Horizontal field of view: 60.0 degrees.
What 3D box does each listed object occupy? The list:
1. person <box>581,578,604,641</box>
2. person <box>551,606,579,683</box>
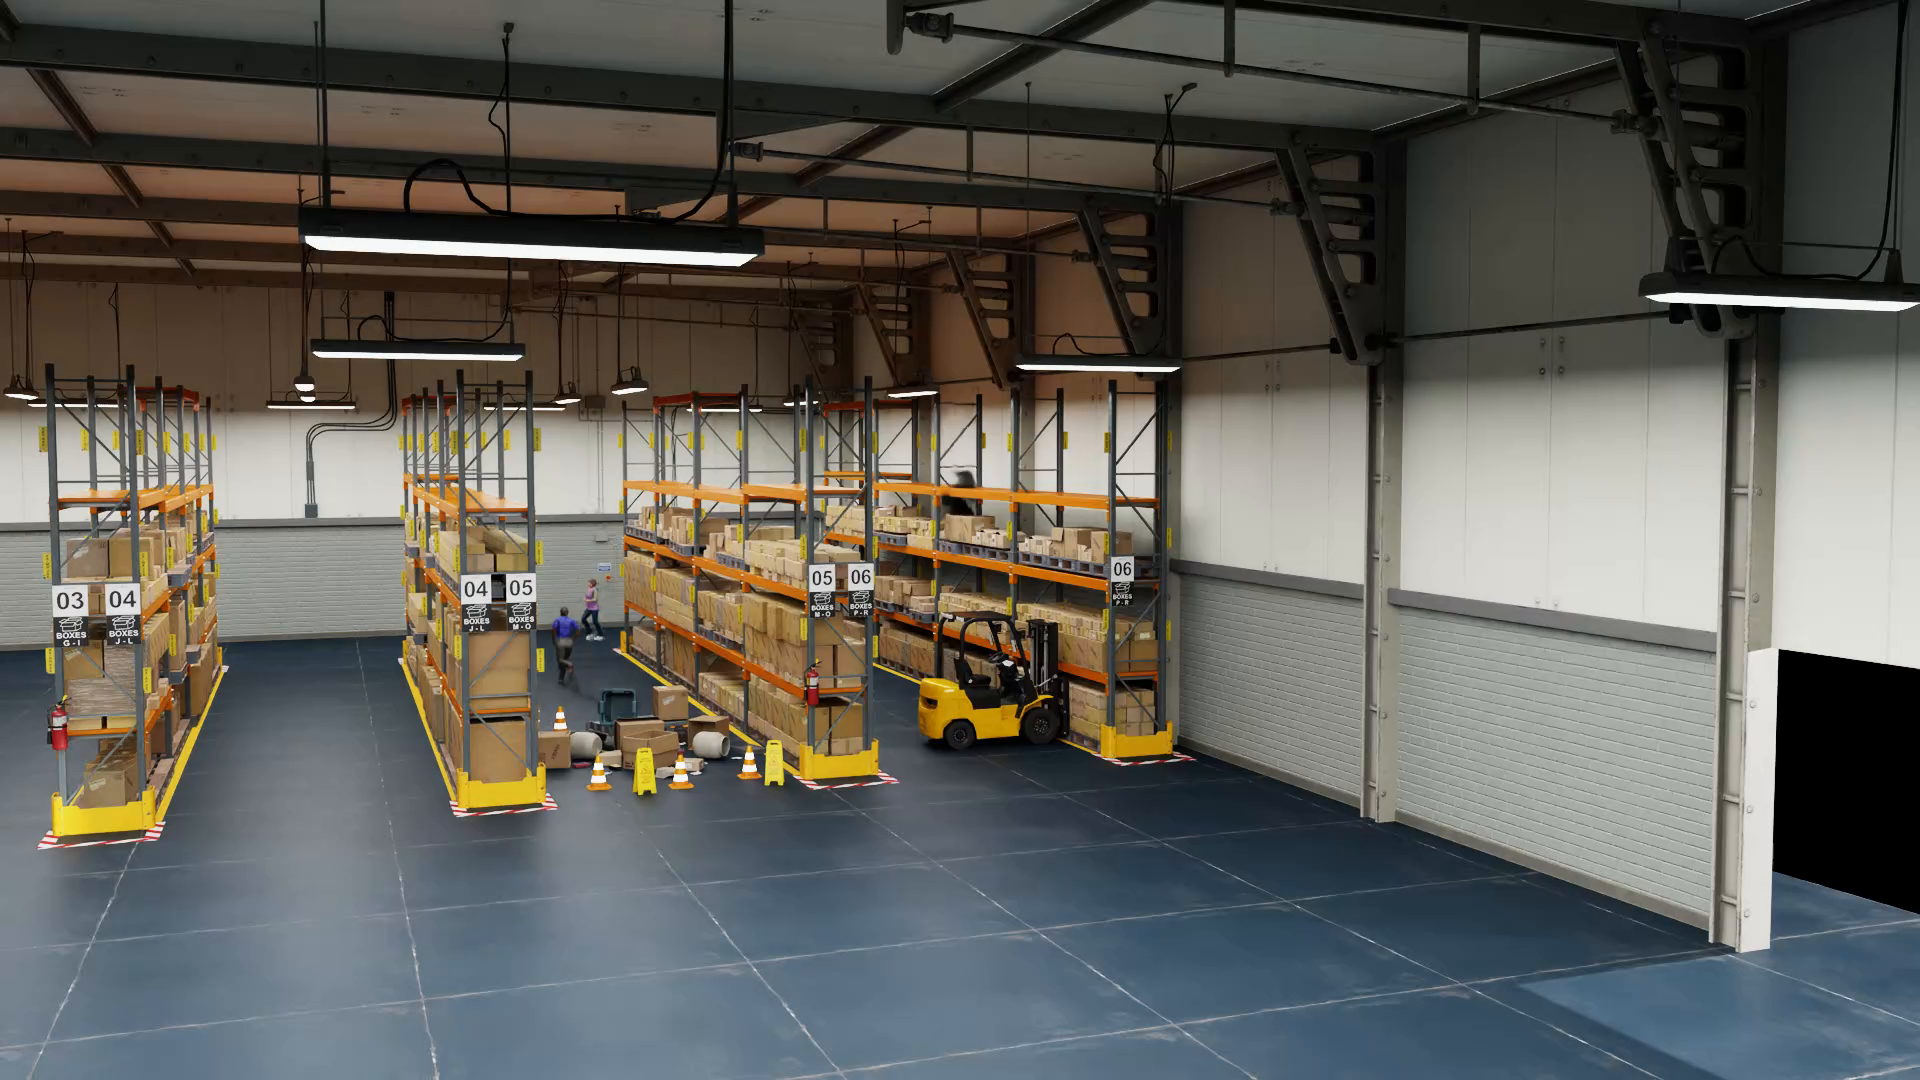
[{"bbox_3d":[-9.256,1.759,41.807,0.517,1.588,0.638,3,5,44],"label":"person"},{"bbox_3d":[-8.171,2.211,34.473,0.585,1.641,0.791,-2,4,-35],"label":"person"}]
